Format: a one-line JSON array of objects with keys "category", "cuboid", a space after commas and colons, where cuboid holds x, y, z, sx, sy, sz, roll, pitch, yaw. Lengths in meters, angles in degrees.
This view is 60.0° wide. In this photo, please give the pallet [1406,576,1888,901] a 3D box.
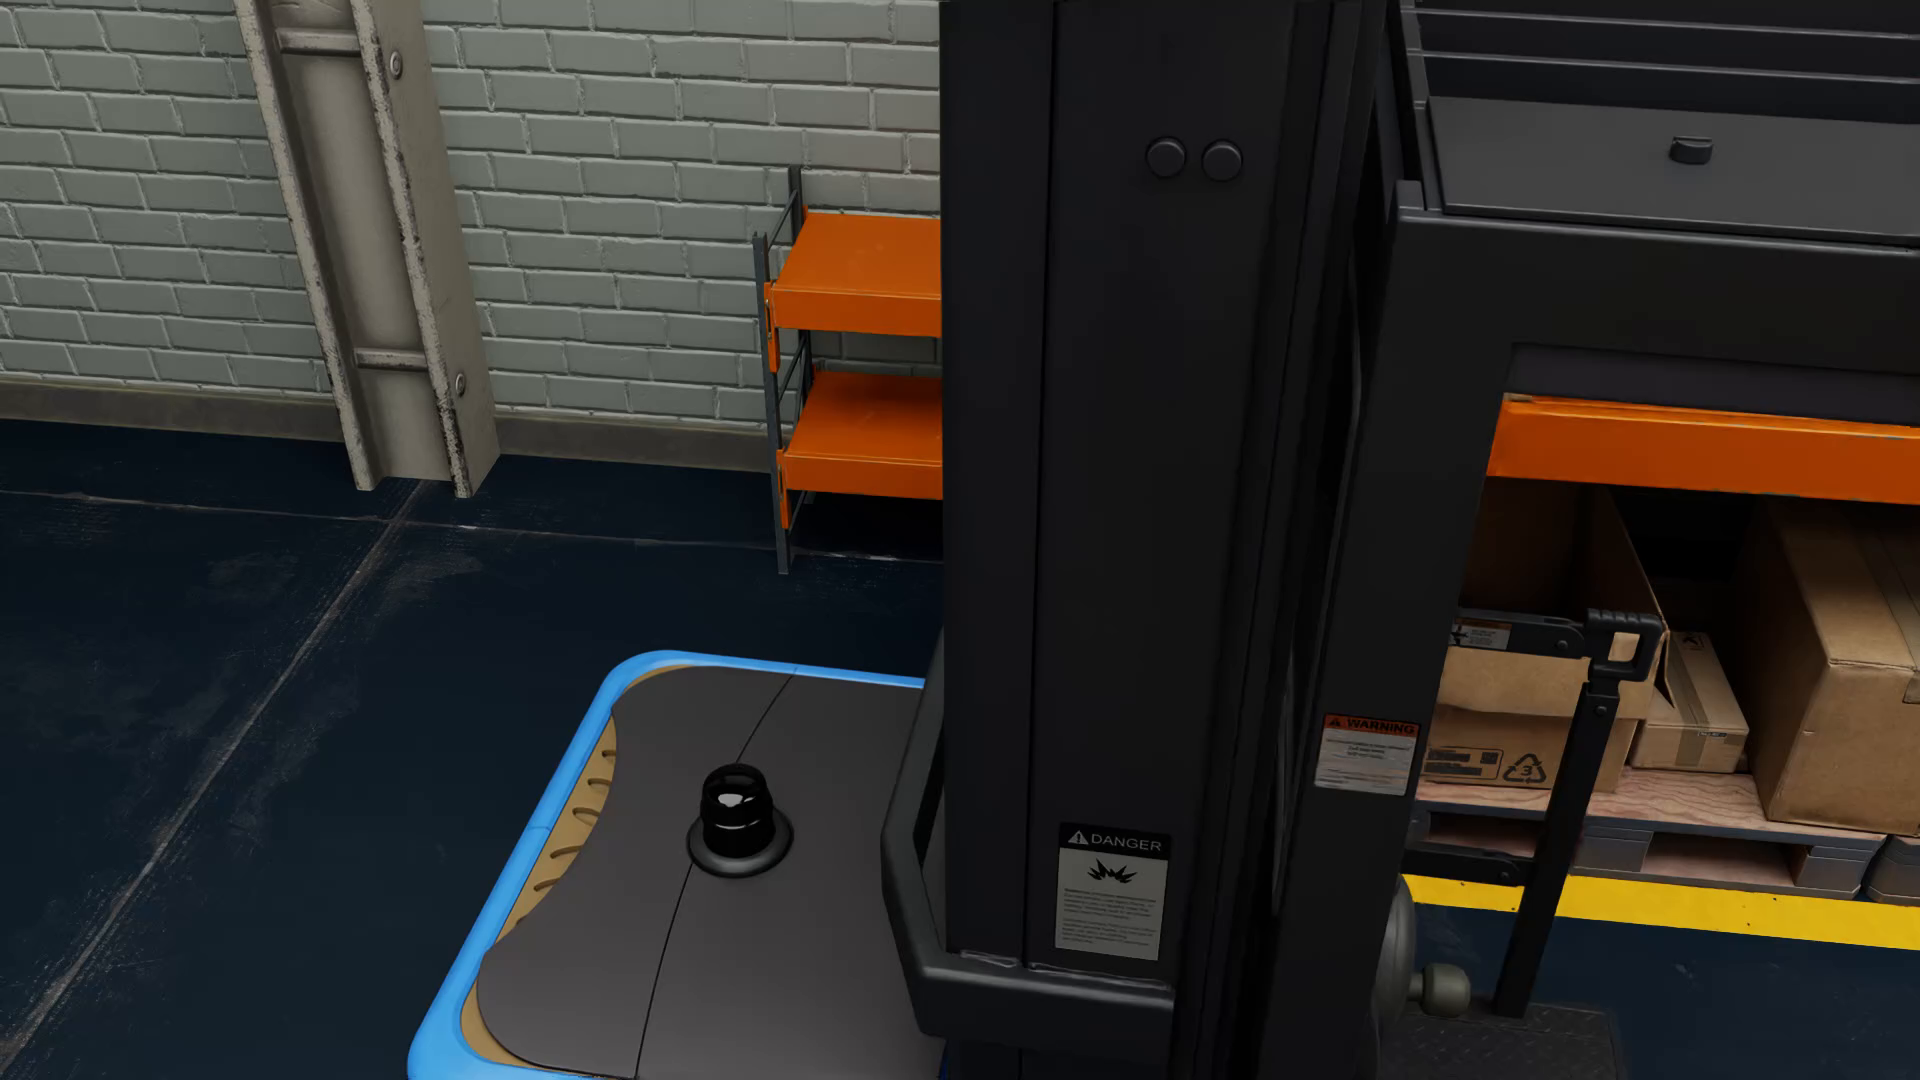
[{"category": "pallet", "cuboid": [1.649, 0.457, 4.429, 1.213, 0.211, 1.003, 4, 36, 6]}]

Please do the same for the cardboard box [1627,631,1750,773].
[{"category": "cardboard box", "cuboid": [1.793, 0.401, 4.199, 0.250, 0.149, 0.380, 3, 36, 4]}]

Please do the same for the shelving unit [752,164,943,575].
[{"category": "shelving unit", "cuboid": [-0.006, -0.458, 4.923, 1.048, 1.125, 0.538, 4, 36, 6]}]

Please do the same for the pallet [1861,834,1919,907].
[{"category": "pallet", "cuboid": [2.855, 0.548, 4.300, 1.213, 0.211, 1.003, 4, 36, 6]}]

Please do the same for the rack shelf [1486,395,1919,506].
[{"category": "rack shelf", "cuboid": [2.766, -0.302, 3.710, 4.000, 0.370, 1.077, 4, 36, 6]}]

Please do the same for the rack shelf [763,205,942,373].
[{"category": "rack shelf", "cuboid": [-0.006, -0.696, 4.753, 1.000, 0.278, 0.538, 4, 36, 6]}]

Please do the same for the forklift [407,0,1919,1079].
[{"category": "forklift", "cuboid": [0.746, 0.297, 2.311, 3.031, 2.935, 1.130, 6, 36, 8]}]

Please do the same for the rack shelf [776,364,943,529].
[{"category": "rack shelf", "cuboid": [-0.006, -0.259, 5.065, 1.000, 0.278, 0.538, 4, 36, 6]}]

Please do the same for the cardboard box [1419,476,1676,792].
[{"category": "cardboard box", "cuboid": [1.377, 0.203, 4.172, 0.637, 0.503, 0.797, 3, 36, 4]}]

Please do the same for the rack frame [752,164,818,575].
[{"category": "rack frame", "cuboid": [-0.511, -0.494, 4.975, 0.032, 1.125, 0.500, 4, 36, 6]}]

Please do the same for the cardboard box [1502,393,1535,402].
[{"category": "cardboard box", "cuboid": [1.073, -0.458, 3.526, 0.250, 0.149, 0.380, 4, 36, 6]}]

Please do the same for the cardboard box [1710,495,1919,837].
[{"category": "cardboard box", "cuboid": [2.220, 0.290, 4.052, 0.500, 0.500, 0.700, 6, 36, 8]}]
